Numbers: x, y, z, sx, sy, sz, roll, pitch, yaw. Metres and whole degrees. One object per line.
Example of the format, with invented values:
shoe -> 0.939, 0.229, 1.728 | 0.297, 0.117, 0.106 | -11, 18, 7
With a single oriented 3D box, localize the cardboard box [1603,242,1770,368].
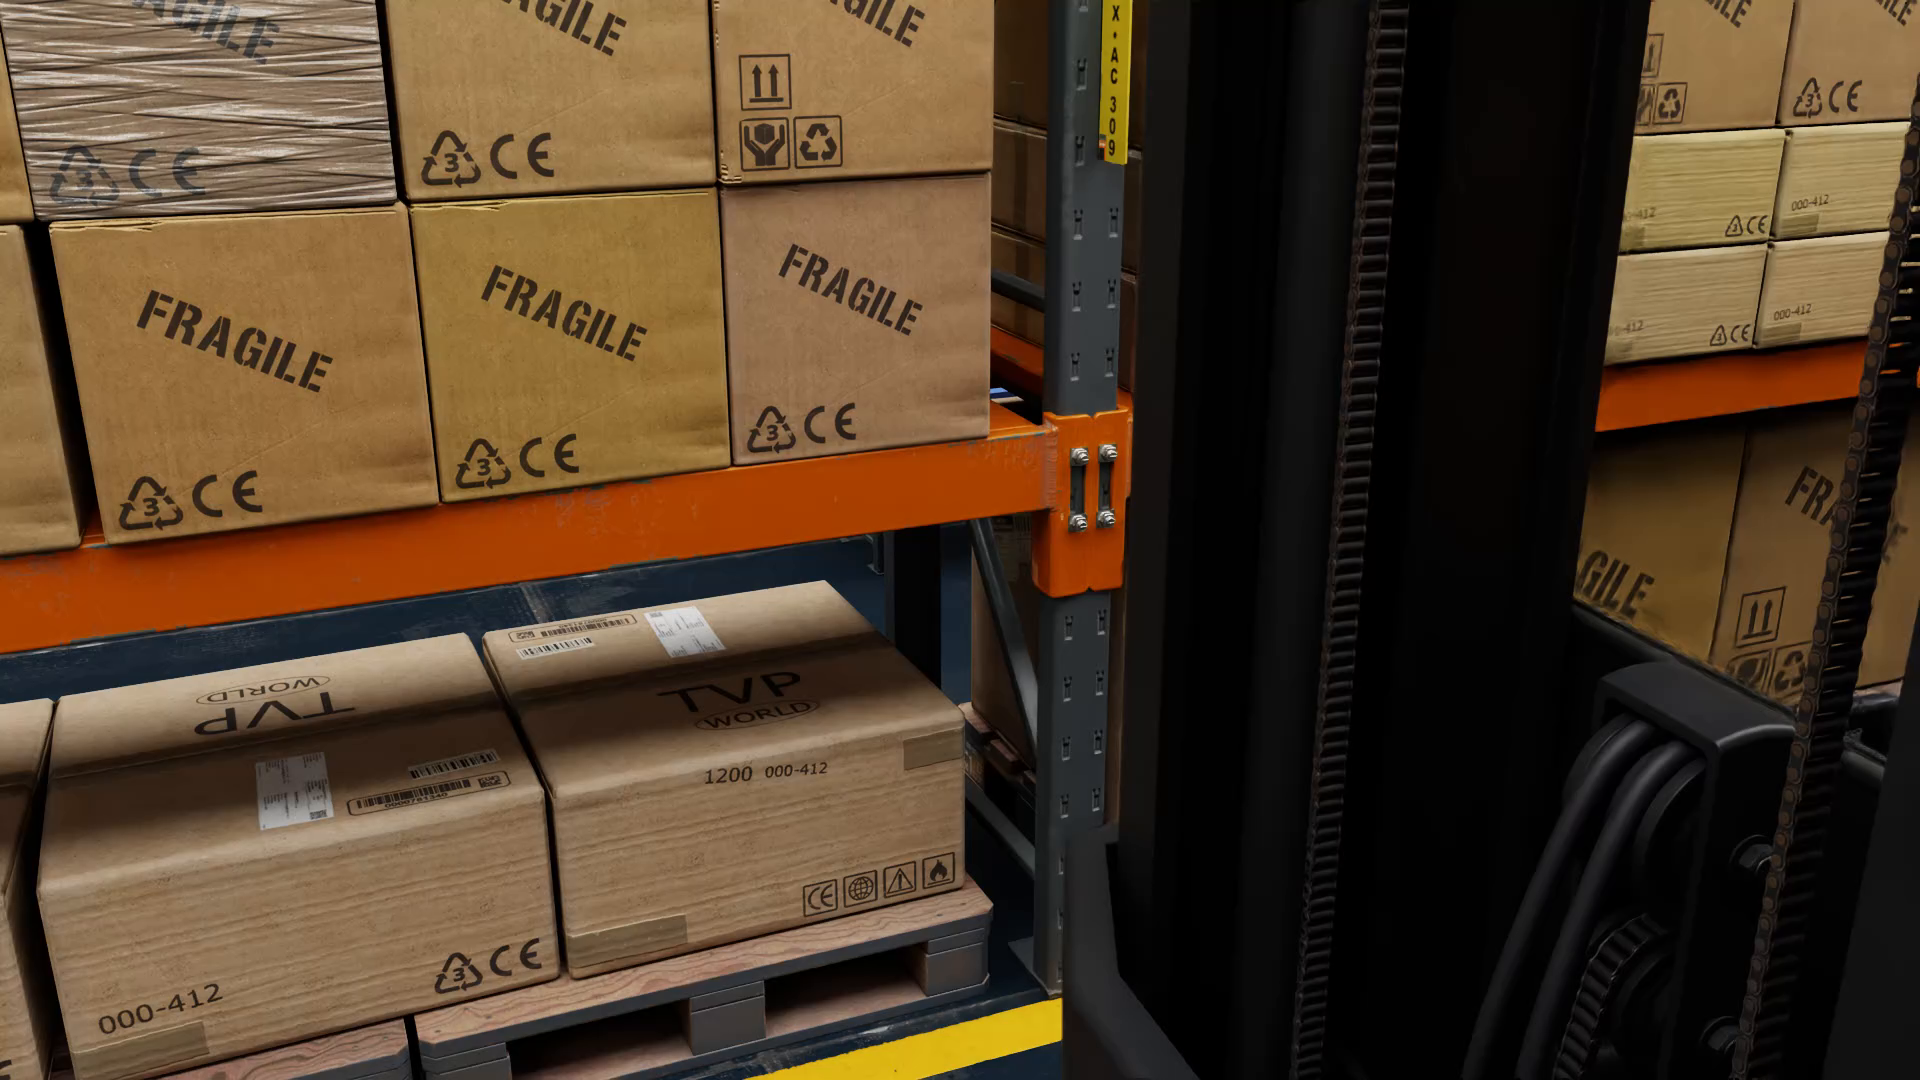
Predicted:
cardboard box -> 1.516, -0.602, 3.941 | 0.500, 0.250, 0.500 | -8, 21, -22

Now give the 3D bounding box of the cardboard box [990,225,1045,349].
cardboard box -> 0.368, -0.629, 4.019 | 0.500, 0.250, 0.500 | -9, 21, -23

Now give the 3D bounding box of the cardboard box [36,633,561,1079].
cardboard box -> -1.384, 0.614, 3.487 | 0.875, 0.438, 0.875 | -9, 21, -24

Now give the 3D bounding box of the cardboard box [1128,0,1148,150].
cardboard box -> 0.574, -1.053, 3.341 | 0.500, 0.500, 0.500 | -8, 21, -21

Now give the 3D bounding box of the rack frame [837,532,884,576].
rack frame -> -0.388, -0.652, 6.115 | 0.032, 1.500, 0.500 | -8, 21, -22

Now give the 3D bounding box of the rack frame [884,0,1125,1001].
rack frame -> 0.056, -0.564, 3.608 | 0.127, 3.000, 1.000 | -8, 21, -22

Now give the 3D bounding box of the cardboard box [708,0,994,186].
cardboard box -> -0.267, -0.937, 3.010 | 0.500, 0.500, 0.500 | -8, 21, -22

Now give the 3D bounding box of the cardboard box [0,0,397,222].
cardboard box -> -1.200, -0.803, 2.629 | 0.500, 0.500, 0.500 | -8, 21, -21

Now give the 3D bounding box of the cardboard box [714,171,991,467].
cardboard box -> -0.268, -0.472, 3.197 | 0.500, 0.500, 0.500 | -8, 21, -21

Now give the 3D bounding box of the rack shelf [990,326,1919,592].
rack shelf -> 1.893, -0.488, 4.475 | 4.000, 0.370, 1.077 | -8, 21, -22

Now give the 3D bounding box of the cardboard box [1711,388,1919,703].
cardboard box -> 2.241, -0.105, 4.870 | 0.875, 0.875, 0.875 | -8, 21, -21

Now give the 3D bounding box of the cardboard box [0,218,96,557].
cardboard box -> -1.681, -0.268, 2.617 | 0.500, 0.500, 0.500 | -7, 21, -20

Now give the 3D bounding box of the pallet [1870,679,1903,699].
pallet -> 2.975, 0.306, 5.336 | 1.213, 0.211, 1.003 | -8, 21, -22

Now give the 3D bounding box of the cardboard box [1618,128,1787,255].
cardboard box -> 1.514, -0.837, 3.855 | 0.500, 0.250, 0.500 | -8, 21, -21

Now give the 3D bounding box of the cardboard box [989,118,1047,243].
cardboard box -> 0.365, -0.861, 3.925 | 0.500, 0.250, 0.500 | -8, 21, -22

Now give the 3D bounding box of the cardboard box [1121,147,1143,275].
cardboard box -> 0.572, -0.701, 3.470 | 0.500, 0.250, 0.500 | -9, 21, -23

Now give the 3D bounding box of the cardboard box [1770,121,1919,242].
cardboard box -> 1.977, -0.904, 4.045 | 0.500, 0.250, 0.500 | -9, 21, -24

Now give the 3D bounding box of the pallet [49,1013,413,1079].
pallet -> -1.795, 0.989, 3.395 | 1.213, 0.211, 1.003 | -8, 21, -22

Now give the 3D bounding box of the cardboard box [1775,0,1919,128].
cardboard box -> 1.964, -1.264, 3.939 | 0.500, 0.500, 0.500 | -9, 21, -23

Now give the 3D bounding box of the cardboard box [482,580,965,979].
cardboard box -> -0.563, 0.496, 3.822 | 0.875, 0.438, 0.875 | -8, 21, -23

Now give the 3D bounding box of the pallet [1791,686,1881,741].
pallet -> 1.857, 0.465, 4.884 | 1.213, 0.211, 1.003 | -8, 21, -22

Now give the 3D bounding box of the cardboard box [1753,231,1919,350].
cardboard box -> 1.979, -0.665, 4.120 | 0.500, 0.250, 0.500 | -9, 21, -23

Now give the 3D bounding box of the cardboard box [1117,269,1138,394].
cardboard box -> 0.565, -0.471, 3.569 | 0.500, 0.250, 0.500 | -9, 21, -23

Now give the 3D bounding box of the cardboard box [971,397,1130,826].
cardboard box -> 0.594, 0.134, 4.192 | 0.875, 0.875, 0.875 | -7, 21, -20

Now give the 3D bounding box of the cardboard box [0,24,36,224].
cardboard box -> -1.664, -0.739, 2.449 | 0.500, 0.500, 0.500 | -8, 21, -22

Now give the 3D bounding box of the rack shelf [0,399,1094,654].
rack shelf -> -1.780, 0.038, 2.980 | 4.000, 0.370, 1.077 | -8, 21, -22

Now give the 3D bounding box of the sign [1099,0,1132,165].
sign -> 0.278, -0.841, 2.971 | 0.005, 0.325, 0.100 | -8, 21, -22

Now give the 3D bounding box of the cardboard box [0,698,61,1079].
cardboard box -> -2.213, 0.732, 3.152 | 0.875, 0.438, 0.875 | -8, 21, -20

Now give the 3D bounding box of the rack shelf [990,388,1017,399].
rack shelf -> 0.078, -0.549, 6.365 | 1.000, 0.185, 0.538 | -8, 21, -22

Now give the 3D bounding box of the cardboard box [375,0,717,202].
cardboard box -> -0.737, -0.872, 2.827 | 0.500, 0.500, 0.500 | -8, 21, -23

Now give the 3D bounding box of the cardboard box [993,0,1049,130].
cardboard box -> 0.367, -1.218, 3.810 | 0.500, 0.500, 0.500 | -7, 21, -20

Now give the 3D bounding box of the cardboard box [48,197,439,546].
cardboard box -> -1.194, -0.332, 2.799 | 0.500, 0.500, 0.500 | -8, 21, -23

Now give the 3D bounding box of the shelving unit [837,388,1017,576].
shelving unit -> 0.078, -0.719, 6.305 | 1.048, 1.500, 0.538 | -8, 21, -22

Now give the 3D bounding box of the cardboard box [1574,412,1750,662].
cardboard box -> 1.420, 0.013, 4.536 | 0.875, 0.875, 0.875 | -8, 21, -20

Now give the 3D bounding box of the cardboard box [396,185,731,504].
cardboard box -> -0.738, -0.403, 3.000 | 0.500, 0.500, 0.500 | -9, 21, -23

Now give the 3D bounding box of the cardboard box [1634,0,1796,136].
cardboard box -> 1.492, -1.194, 3.740 | 0.500, 0.500, 0.500 | -9, 21, -23

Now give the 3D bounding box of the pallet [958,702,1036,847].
pallet -> 0.735, 0.627, 4.425 | 1.213, 0.211, 1.003 | -8, 21, -22

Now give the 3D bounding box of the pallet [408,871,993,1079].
pallet -> -0.673, 0.827, 3.855 | 1.213, 0.211, 1.003 | -8, 21, -22
